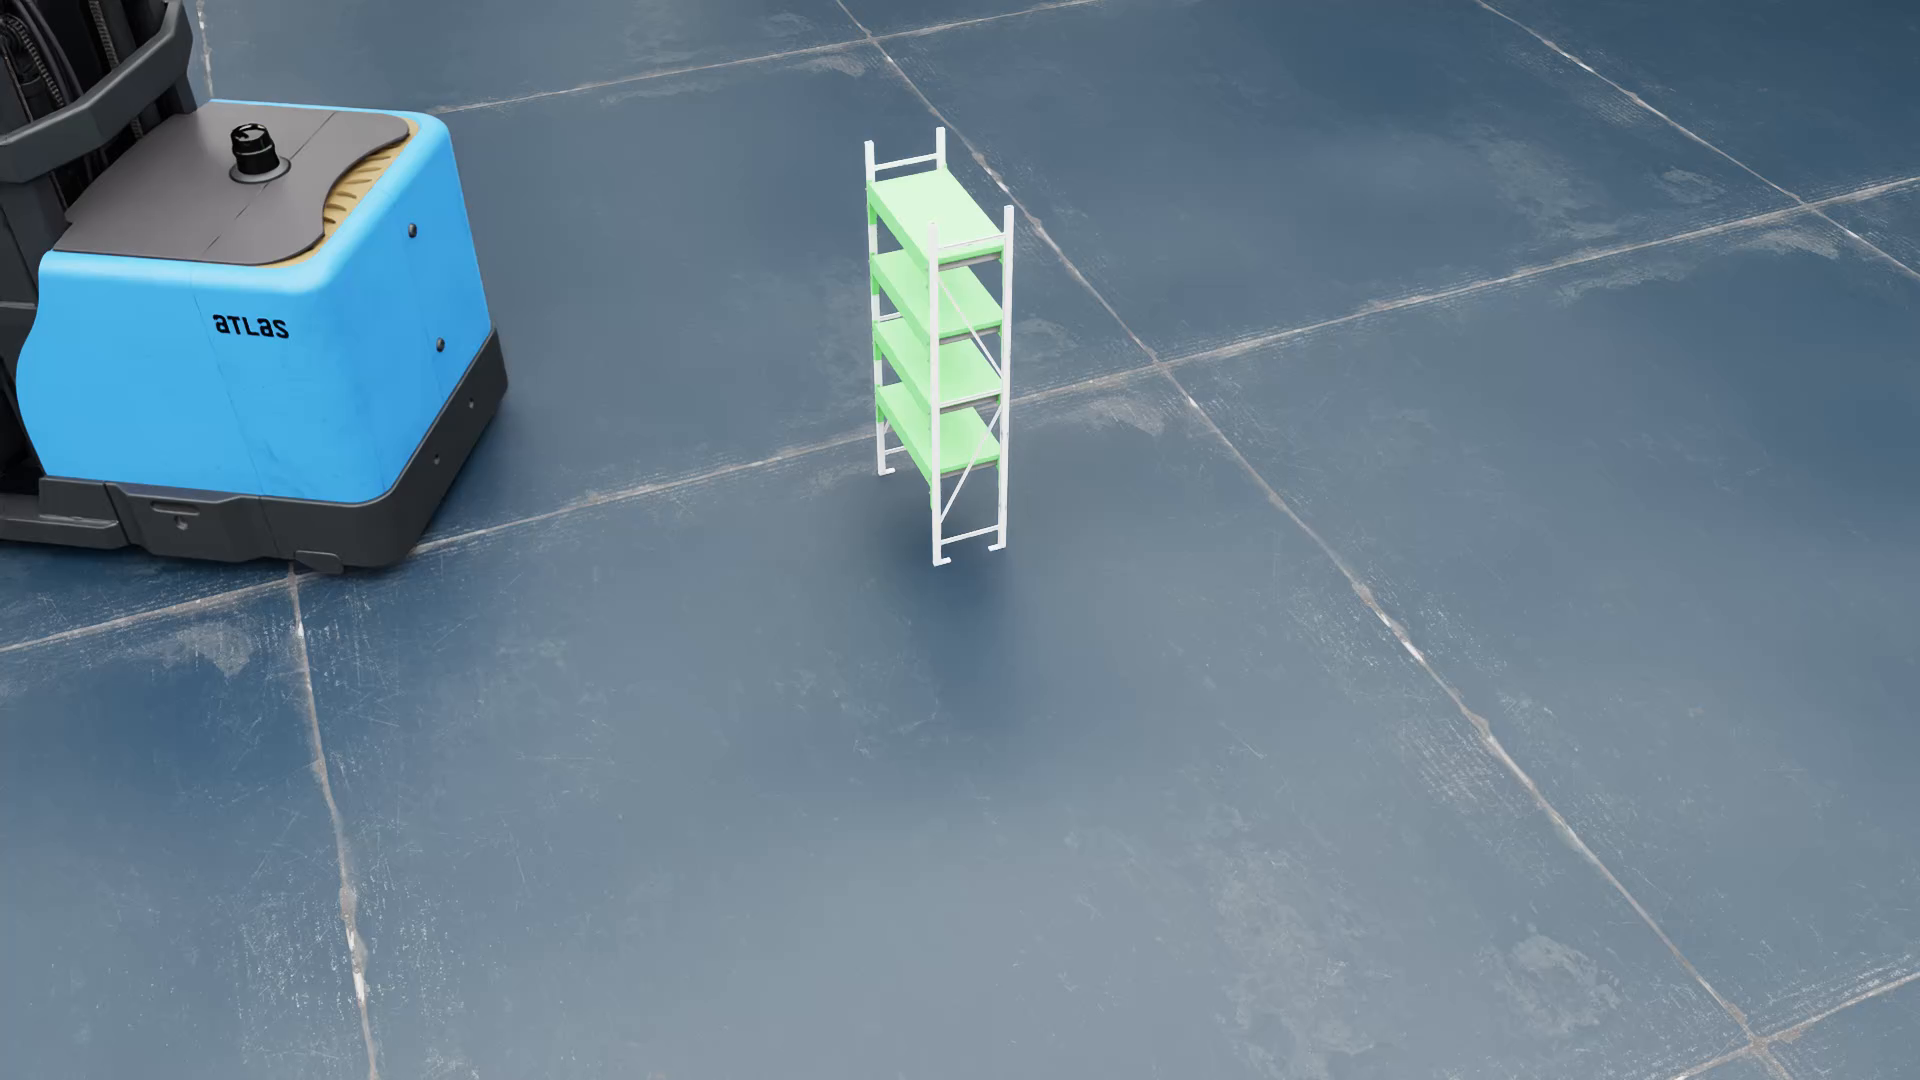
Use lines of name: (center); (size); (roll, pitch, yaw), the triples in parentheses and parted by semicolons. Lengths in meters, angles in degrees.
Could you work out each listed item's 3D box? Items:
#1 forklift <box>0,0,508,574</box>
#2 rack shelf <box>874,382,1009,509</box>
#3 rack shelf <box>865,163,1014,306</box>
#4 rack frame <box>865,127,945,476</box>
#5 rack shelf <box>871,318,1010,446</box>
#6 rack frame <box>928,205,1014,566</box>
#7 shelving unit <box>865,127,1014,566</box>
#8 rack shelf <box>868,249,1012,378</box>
forklift: (-3.123, -1.442, 4.678); (3.031, 2.935, 1.130); (5, 41, 6)
rack shelf: (-0.063, -0.324, 5.173); (0.258, 0.148, 0.480); (-15, 43, -17)
rack shelf: (-0.063, -0.870, 4.703); (0.258, 0.148, 0.480); (-15, 43, -17)
rack frame: (-0.157, -0.702, 5.146); (0.240, 1.200, 0.015); (-15, 43, -17)
rack shelf: (-0.063, -0.506, 5.016); (0.258, 0.148, 0.480); (-15, 43, -17)
rack frame: (0.030, -0.408, 4.804); (0.240, 1.200, 0.015); (-15, 43, -17)
shelving unit: (-0.063, -0.555, 4.975); (0.258, 1.200, 0.503); (-15, 43, -17)
rack shelf: (-0.063, -0.688, 4.860); (0.258, 0.148, 0.480); (-15, 43, -17)
